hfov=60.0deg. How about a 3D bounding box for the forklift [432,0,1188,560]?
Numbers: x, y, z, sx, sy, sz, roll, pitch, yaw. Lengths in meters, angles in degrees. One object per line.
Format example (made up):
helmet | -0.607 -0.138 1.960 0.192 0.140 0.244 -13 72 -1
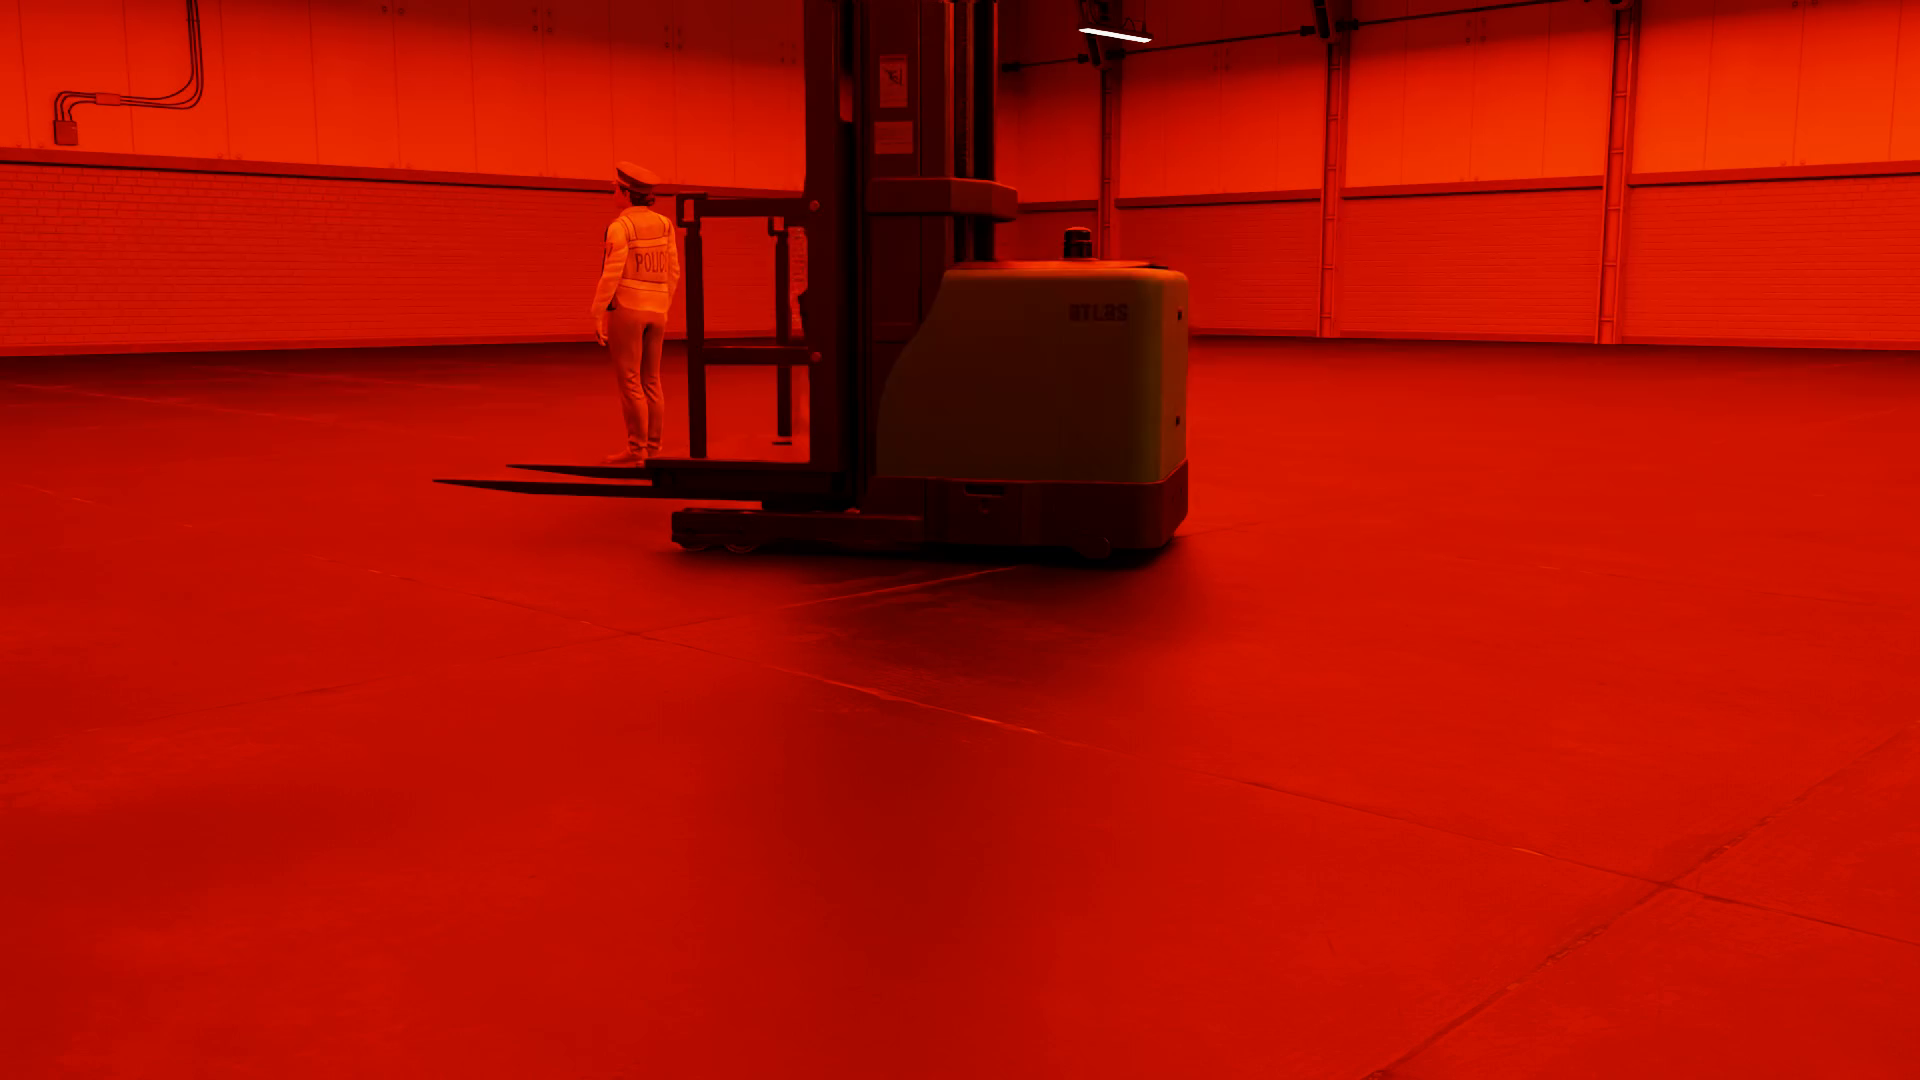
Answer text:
forklift | -0.631 -1.470 6.639 3.031 2.935 1.130 2 9 14

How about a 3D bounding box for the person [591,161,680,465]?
person | -1.868 -1.261 9.351 0.533 1.695 0.586 6 10 35
